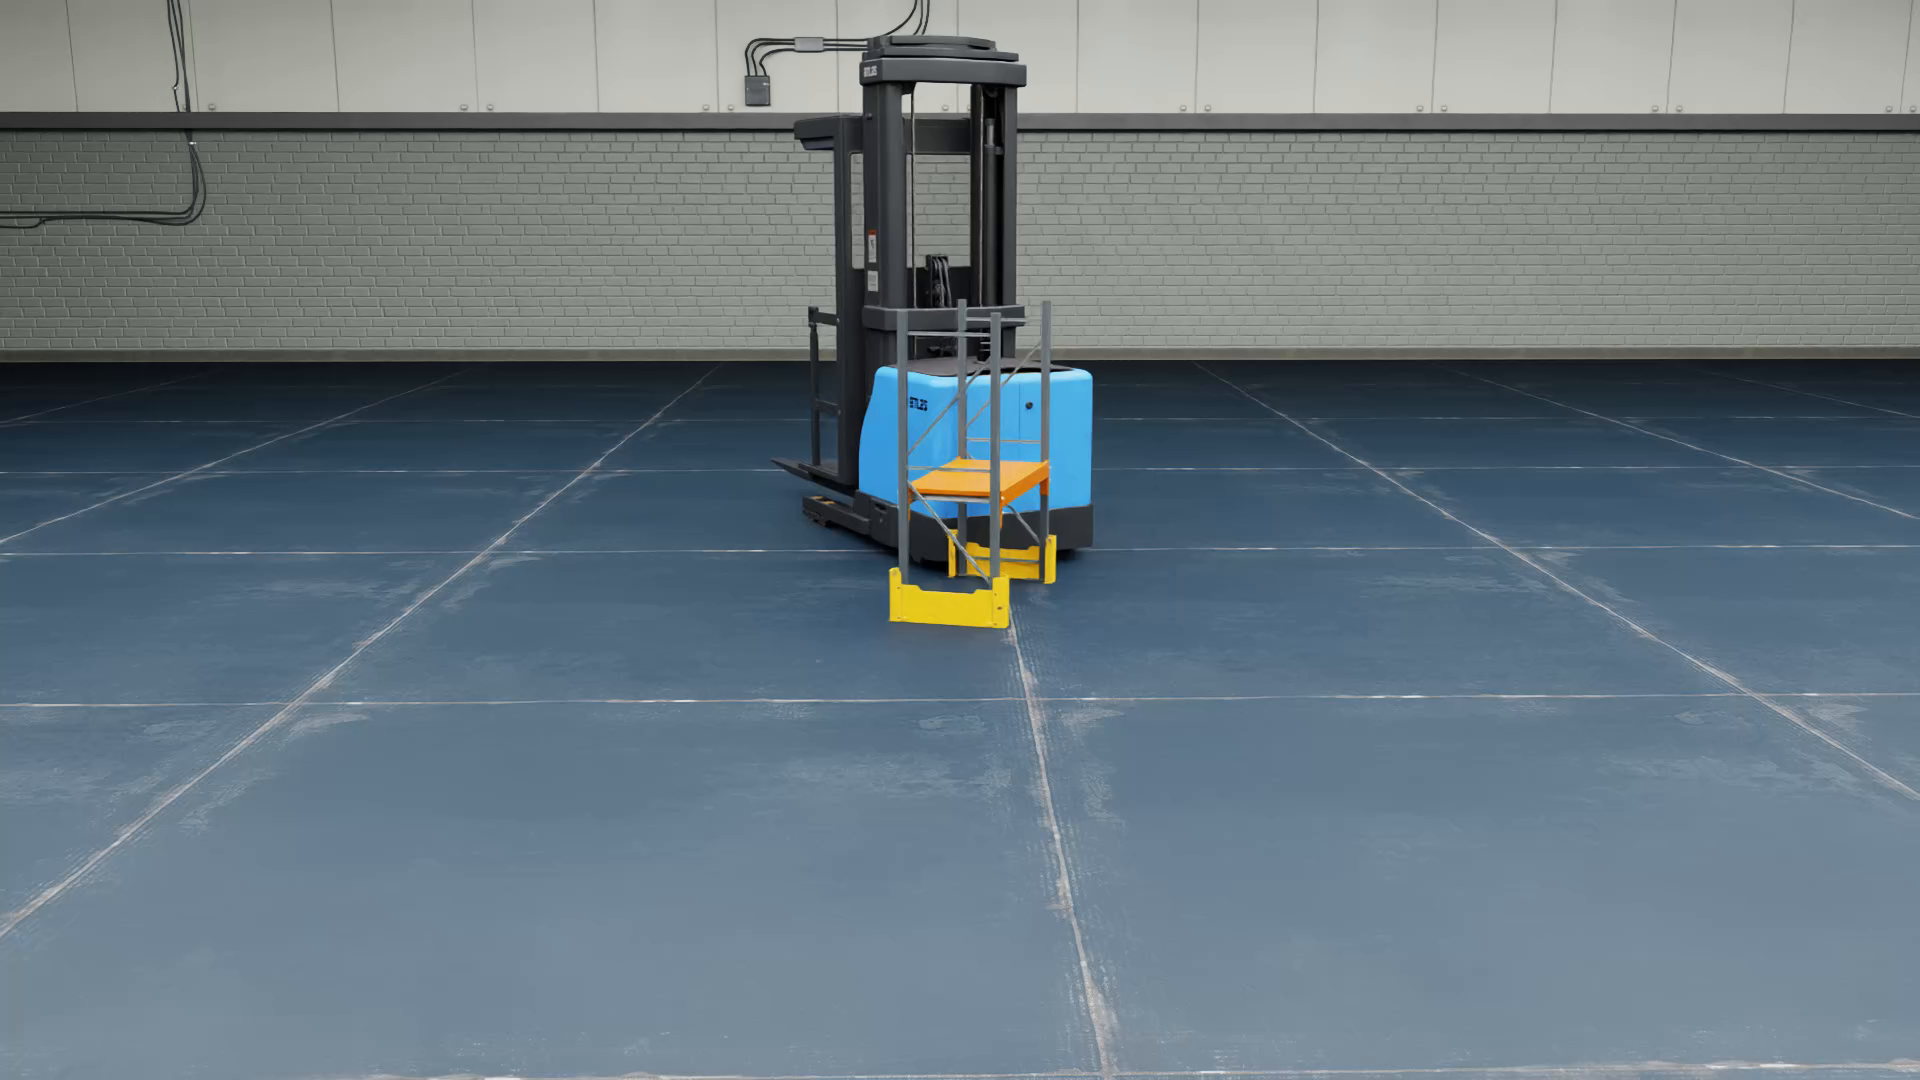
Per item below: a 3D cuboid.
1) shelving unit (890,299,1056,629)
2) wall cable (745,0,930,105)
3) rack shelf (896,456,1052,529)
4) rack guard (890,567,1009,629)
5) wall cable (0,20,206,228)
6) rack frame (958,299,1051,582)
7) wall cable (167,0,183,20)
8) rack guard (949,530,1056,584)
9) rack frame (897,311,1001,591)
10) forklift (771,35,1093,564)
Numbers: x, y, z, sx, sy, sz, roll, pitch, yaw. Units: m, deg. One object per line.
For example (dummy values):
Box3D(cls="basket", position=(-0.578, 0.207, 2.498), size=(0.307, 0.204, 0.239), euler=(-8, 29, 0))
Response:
Box3D(cls="shelving unit", position=(0.087, -0.428, 8.396), size=(0.587, 1.500, 1.083), euler=(3, 12, 16))
Box3D(cls="wall cable", position=(-1.527, -8.384, 20.201), size=(2.305, 6.003, 0.169), euler=(0, 11, -1))
Box3D(cls="rack shelf", position=(0.090, -0.253, 8.440), size=(0.538, 0.185, 1.000), euler=(3, 12, 16))
Box3D(cls="rack guard", position=(-0.052, 0.280, 8.052), size=(0.587, 0.250, 0.087), euler=(3, 12, 16))
Box3D(cls="wall cable", position=(-11.018, -5.160, 20.671), size=(3.097, 2.526, 0.112), euler=(0, 11, -1))
Box3D(cls="rack frame", position=(0.232, -0.527, 8.883), size=(0.500, 1.500, 0.032), euler=(3, 12, 16))
Box3D(cls="wall cable", position=(-8.314, -7.646, 20.224), size=(3.097, 2.526, 0.112), euler=(0, 11, -1))
Box3D(cls="rack guard", position=(0.227, 0.090, 8.989), size=(0.587, 0.250, 0.087), euler=(3, 12, 16))
Box3D(cls="rack frame", position=(-0.053, -0.333, 7.926), size=(0.500, 1.500, 0.032), euler=(3, 12, 16))
Box3D(cls="forklift", position=(-0.354, -1.555, 10.352), size=(1.130, 2.935, 3.031), euler=(-6, 13, -26))
